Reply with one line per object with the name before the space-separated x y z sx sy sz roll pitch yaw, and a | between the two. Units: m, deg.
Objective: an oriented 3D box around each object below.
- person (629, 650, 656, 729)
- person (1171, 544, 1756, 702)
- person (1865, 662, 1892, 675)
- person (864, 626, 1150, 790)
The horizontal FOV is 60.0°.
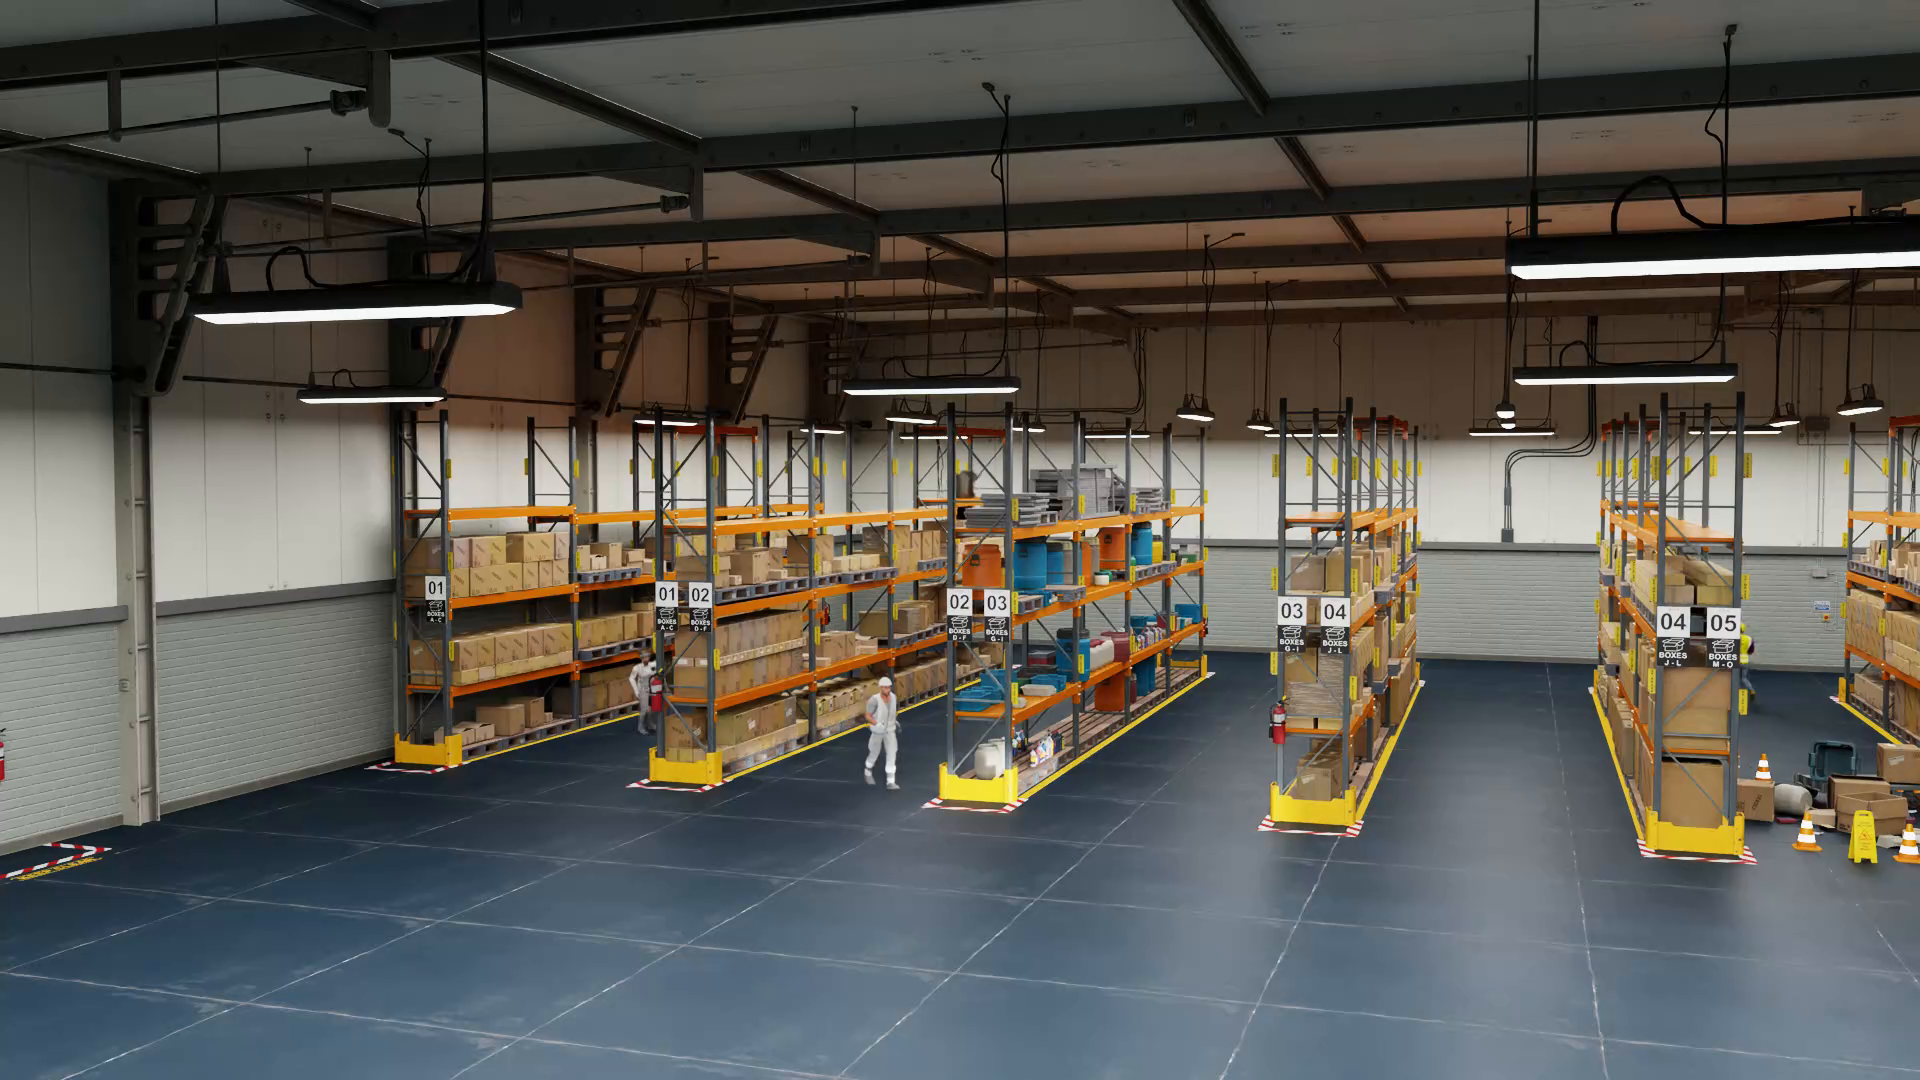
person | -5.951 2.823 31.519 0.592 1.529 0.622 -2 3 -35
person | 10.908 1.793 37.608 11.315 3.178 6.863 0 2 -6
person | 20.455 2.903 36.914 0.849 1.044 0.350 0 2 8
person | 1.380 2.781 30.464 9.294 1.745 7.225 -1 3 -25
